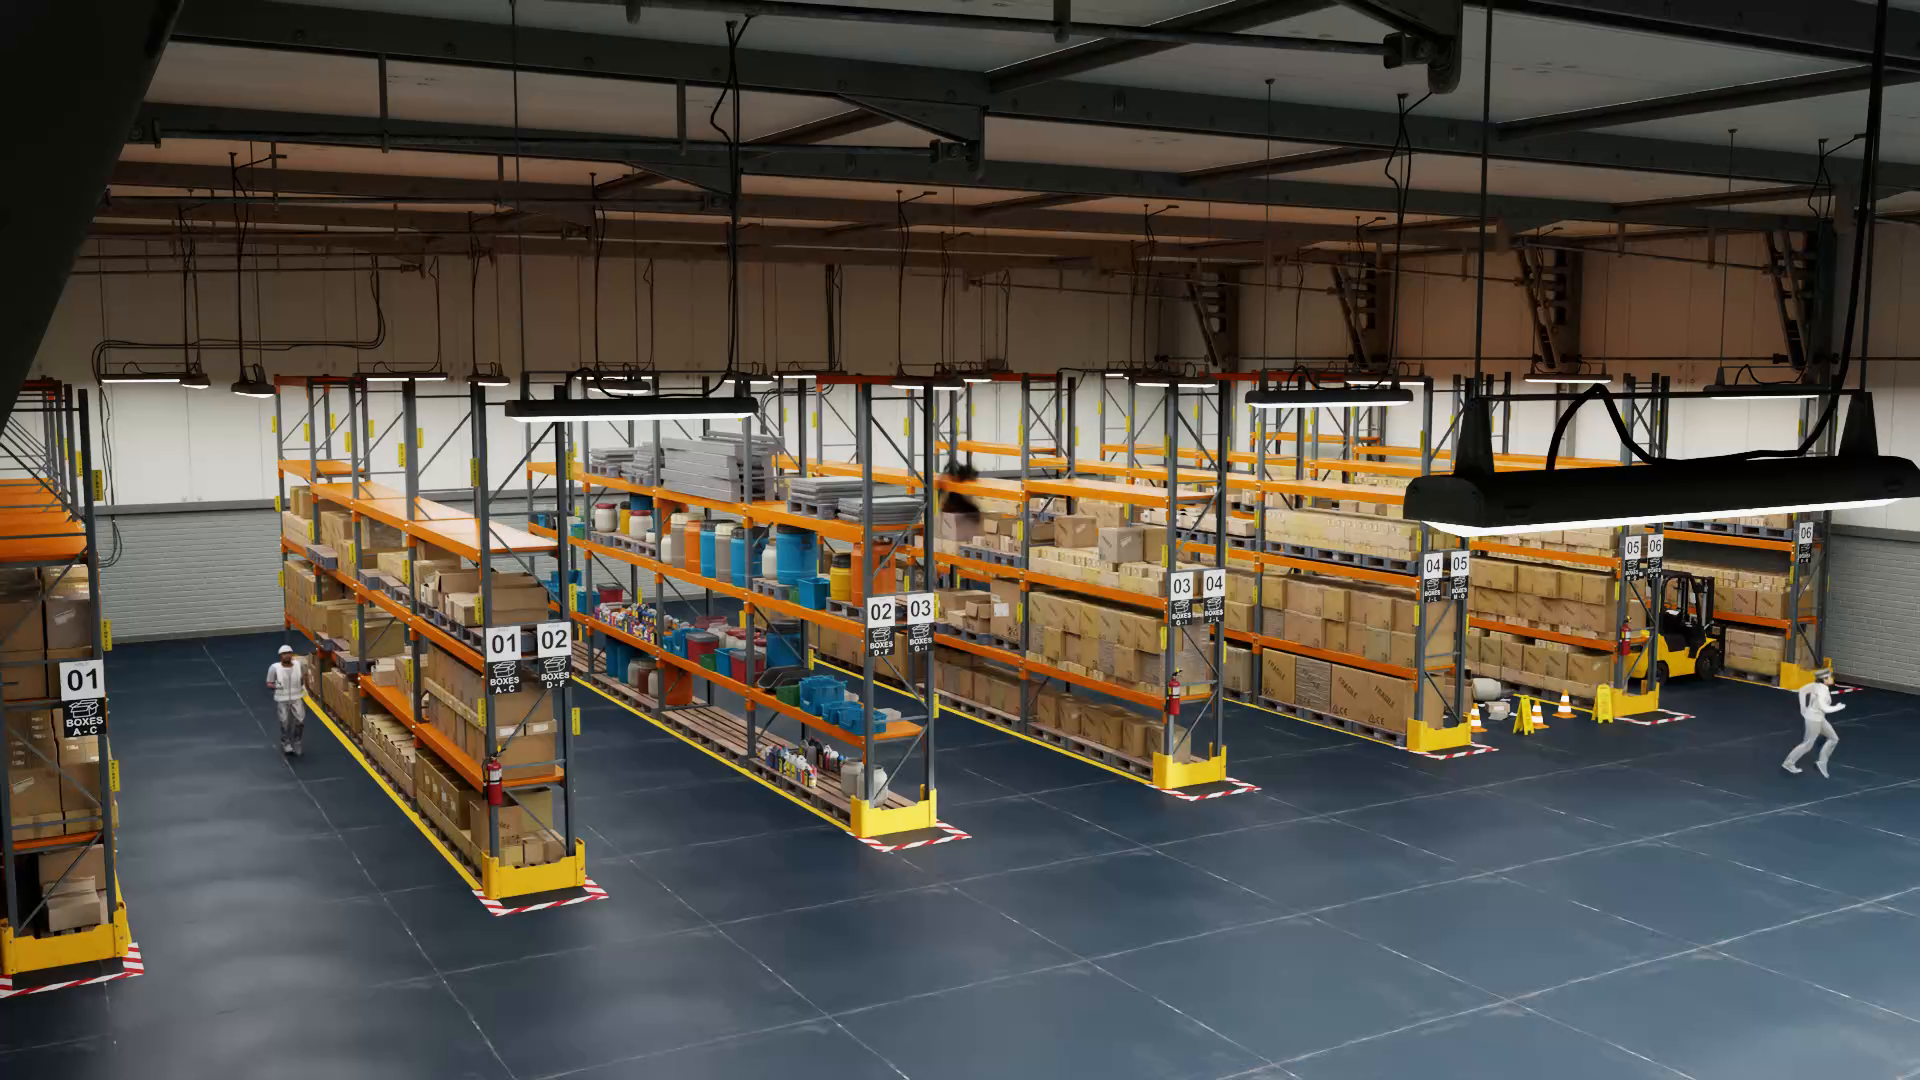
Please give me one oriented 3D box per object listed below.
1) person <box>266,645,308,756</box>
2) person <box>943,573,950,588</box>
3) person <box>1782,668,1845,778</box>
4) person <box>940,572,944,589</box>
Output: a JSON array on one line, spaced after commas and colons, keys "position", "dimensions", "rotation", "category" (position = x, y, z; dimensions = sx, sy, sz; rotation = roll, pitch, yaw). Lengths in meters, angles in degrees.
[{"position": [-10.652, 2.562, 26.443], "dimensions": [0.662, 1.782, 0.644], "rotation": [-4, 7, -30], "category": "person"}, {"position": [-0.225, 0.803, 42.763], "dimensions": [0.660, 1.729, 0.585], "rotation": [4, 7, 31], "category": "person"}, {"position": [12.903, 2.752, 25.124], "dimensions": [0.803, 1.694, 0.639], "rotation": [2, 7, 22], "category": "person"}, {"position": [-0.545, 0.930, 42.099], "dimensions": [0.884, 1.552, 0.552], "rotation": [0, 6, -2], "category": "person"}]
